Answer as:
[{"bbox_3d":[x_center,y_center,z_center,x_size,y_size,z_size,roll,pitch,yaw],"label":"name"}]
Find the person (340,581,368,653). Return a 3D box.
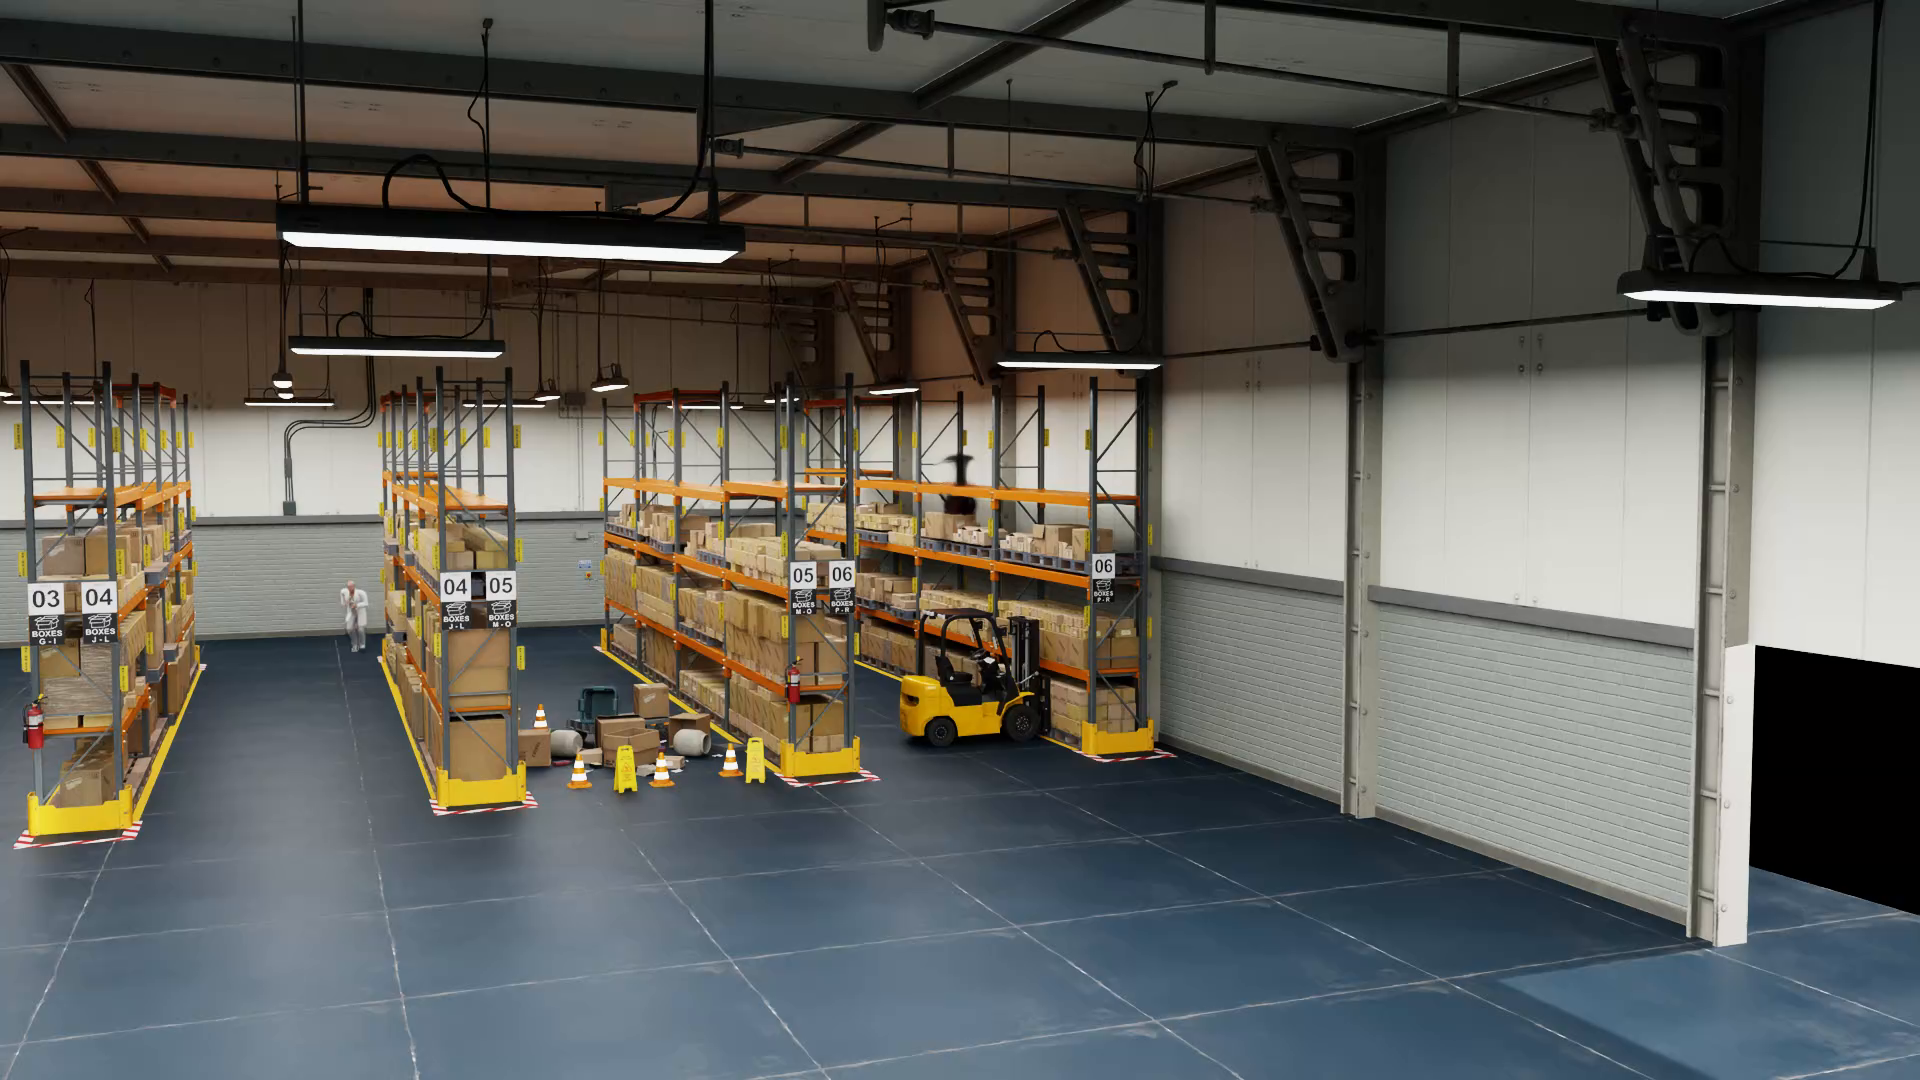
[{"bbox_3d":[-14.277,1.820,39.250,0.735,1.743,0.976,0,3,1],"label":"person"}]
